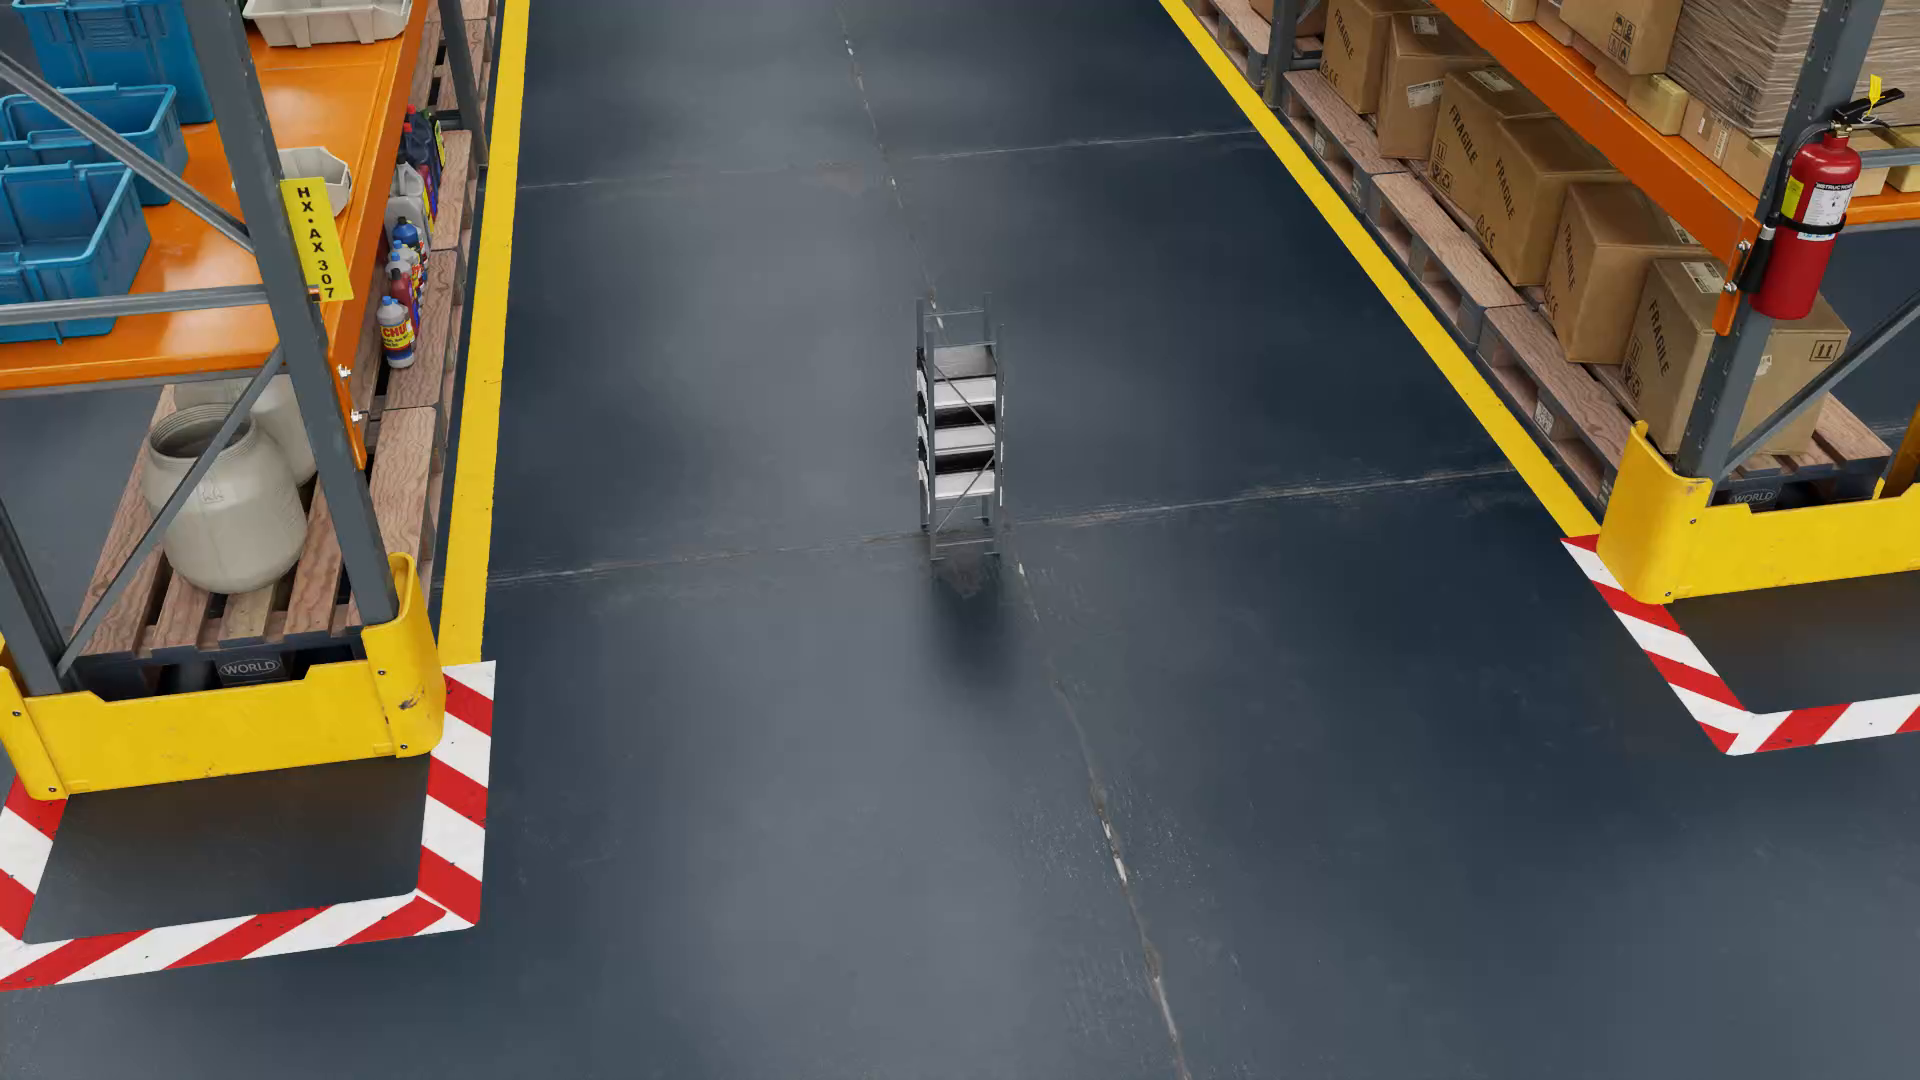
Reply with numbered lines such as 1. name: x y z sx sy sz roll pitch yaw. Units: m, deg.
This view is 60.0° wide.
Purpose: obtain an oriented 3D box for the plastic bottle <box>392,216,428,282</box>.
1. plastic bottle: -2.214 -1.169 6.675 0.097 0.271 0.097 0 38 0

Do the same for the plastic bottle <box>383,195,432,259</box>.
1. plastic bottle: -2.280 -1.301 6.841 0.152 0.276 0.135 -6 38 -7

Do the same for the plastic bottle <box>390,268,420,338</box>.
1. plastic bottle: -2.123 -0.923 6.348 0.061 0.283 0.133 -6 38 -7

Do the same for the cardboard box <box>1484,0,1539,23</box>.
1. cardboard box: 2.167 -2.032 6.126 0.380 0.149 0.250 -6 38 -8

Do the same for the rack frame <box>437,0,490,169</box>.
1. rack frame: -2.791 -2.970 7.128 1.000 3.000 0.127 -6 38 -8

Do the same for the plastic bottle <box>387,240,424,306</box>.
1. plastic bottle: -2.179 -1.047 6.518 0.097 0.271 0.097 0 38 0

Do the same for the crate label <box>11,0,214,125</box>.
1. crate label: -2.679 -1.651 5.401 0.502 0.435 0.616 -6 38 -8

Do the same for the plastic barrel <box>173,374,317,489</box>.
1. plastic barrel: -2.369 -0.430 5.544 0.421 0.512 0.421 0 38 0

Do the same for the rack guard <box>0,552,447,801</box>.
1. rack guard: -2.150 0.392 4.838 1.175 0.500 0.348 -6 38 -8

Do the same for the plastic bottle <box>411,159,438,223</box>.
1. plastic bottle: -2.291 -1.504 7.096 0.061 0.283 0.133 -4 38 -5

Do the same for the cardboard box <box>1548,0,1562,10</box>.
1. cardboard box: 2.466 -2.175 5.781 0.875 0.500 0.500 -6 38 -8

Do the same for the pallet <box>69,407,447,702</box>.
1. pallet: -2.287 0.015 5.559 1.003 0.211 1.213 -6 38 -8

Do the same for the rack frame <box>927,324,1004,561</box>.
1. rack frame: 0.016 -0.299 5.401 0.240 0.900 0.006 -6 38 -8

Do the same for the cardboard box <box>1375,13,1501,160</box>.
1. cardboard box: 2.224 -2.091 7.691 0.500 0.500 0.500 5 38 7

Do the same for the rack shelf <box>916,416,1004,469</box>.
1. rack shelf: -0.001 -0.334 5.501 0.258 0.077 0.200 -6 38 -8

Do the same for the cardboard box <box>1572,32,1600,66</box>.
1. cardboard box: 2.364 -1.742 5.753 0.380 0.149 0.250 -6 38 -8

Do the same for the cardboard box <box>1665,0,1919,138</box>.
1. cardboard box: 2.717 -1.579 5.014 0.875 0.500 0.500 -6 38 -8

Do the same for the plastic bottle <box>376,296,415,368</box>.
1. plastic bottle: -2.101 -0.779 6.173 0.097 0.271 0.097 0 38 0

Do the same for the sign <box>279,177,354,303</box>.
1. sign: -1.548 -0.720 4.006 0.100 0.325 0.005 -6 38 -8

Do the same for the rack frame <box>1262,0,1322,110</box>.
1. rack frame: 2.085 -3.503 7.814 1.000 3.000 0.127 -6 38 -8

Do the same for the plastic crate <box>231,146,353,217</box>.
1. plastic crate: -1.930 -1.025 4.840 0.298 0.136 0.250 -6 38 -8

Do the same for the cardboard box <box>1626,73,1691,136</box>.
1. cardboard box: 2.395 -1.434 5.356 0.380 0.149 0.250 -6 38 -8

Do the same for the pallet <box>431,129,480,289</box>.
1. pallet: -2.715 -1.459 7.456 1.003 0.211 1.213 -6 38 -8

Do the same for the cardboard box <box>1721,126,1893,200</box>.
1. cardboard box: 2.533 -1.138 4.974 0.380 0.149 0.250 -6 38 -8

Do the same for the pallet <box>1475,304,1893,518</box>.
1. pallet: 2.665 -0.526 6.255 1.003 0.211 1.213 -6 38 -8

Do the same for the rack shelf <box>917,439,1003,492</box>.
1. rack shelf: -0.001 -0.263 5.556 0.258 0.077 0.200 -6 38 -8

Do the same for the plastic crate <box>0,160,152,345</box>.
1. plastic crate: -2.472 -0.766 4.412 0.499 0.251 0.616 -6 38 -8

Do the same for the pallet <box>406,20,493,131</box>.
1. pallet: -2.967 -2.339 8.589 1.003 0.211 1.213 -6 38 -8

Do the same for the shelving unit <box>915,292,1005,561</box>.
1. shelving unit: -0.001 -0.360 5.480 0.258 0.900 0.210 -6 38 -8

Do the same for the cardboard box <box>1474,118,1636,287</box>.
1. cardboard box: 2.464 -1.382 6.779 0.500 0.500 0.500 -3 38 -4

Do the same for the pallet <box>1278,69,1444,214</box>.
1. pallet: 2.237 -2.000 8.152 1.003 0.211 1.213 -6 38 -8

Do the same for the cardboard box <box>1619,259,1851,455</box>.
1. cardboard box: 2.693 -0.645 5.830 0.500 0.500 0.500 0 38 1

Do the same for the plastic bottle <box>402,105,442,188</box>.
1. plastic bottle: -2.395 -1.740 7.345 0.144 0.351 0.185 -7 38 -9

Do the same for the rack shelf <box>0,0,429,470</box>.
1. rack shelf: -2.441 -1.478 5.794 1.077 0.370 4.000 -6 38 -8

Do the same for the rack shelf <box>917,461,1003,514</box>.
1. rack shelf: -0.001 -0.192 5.611 0.258 0.077 0.200 -6 38 -8

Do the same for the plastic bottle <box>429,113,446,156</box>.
1. plastic bottle: -2.421 -1.853 7.613 0.097 0.201 0.097 0 38 0
